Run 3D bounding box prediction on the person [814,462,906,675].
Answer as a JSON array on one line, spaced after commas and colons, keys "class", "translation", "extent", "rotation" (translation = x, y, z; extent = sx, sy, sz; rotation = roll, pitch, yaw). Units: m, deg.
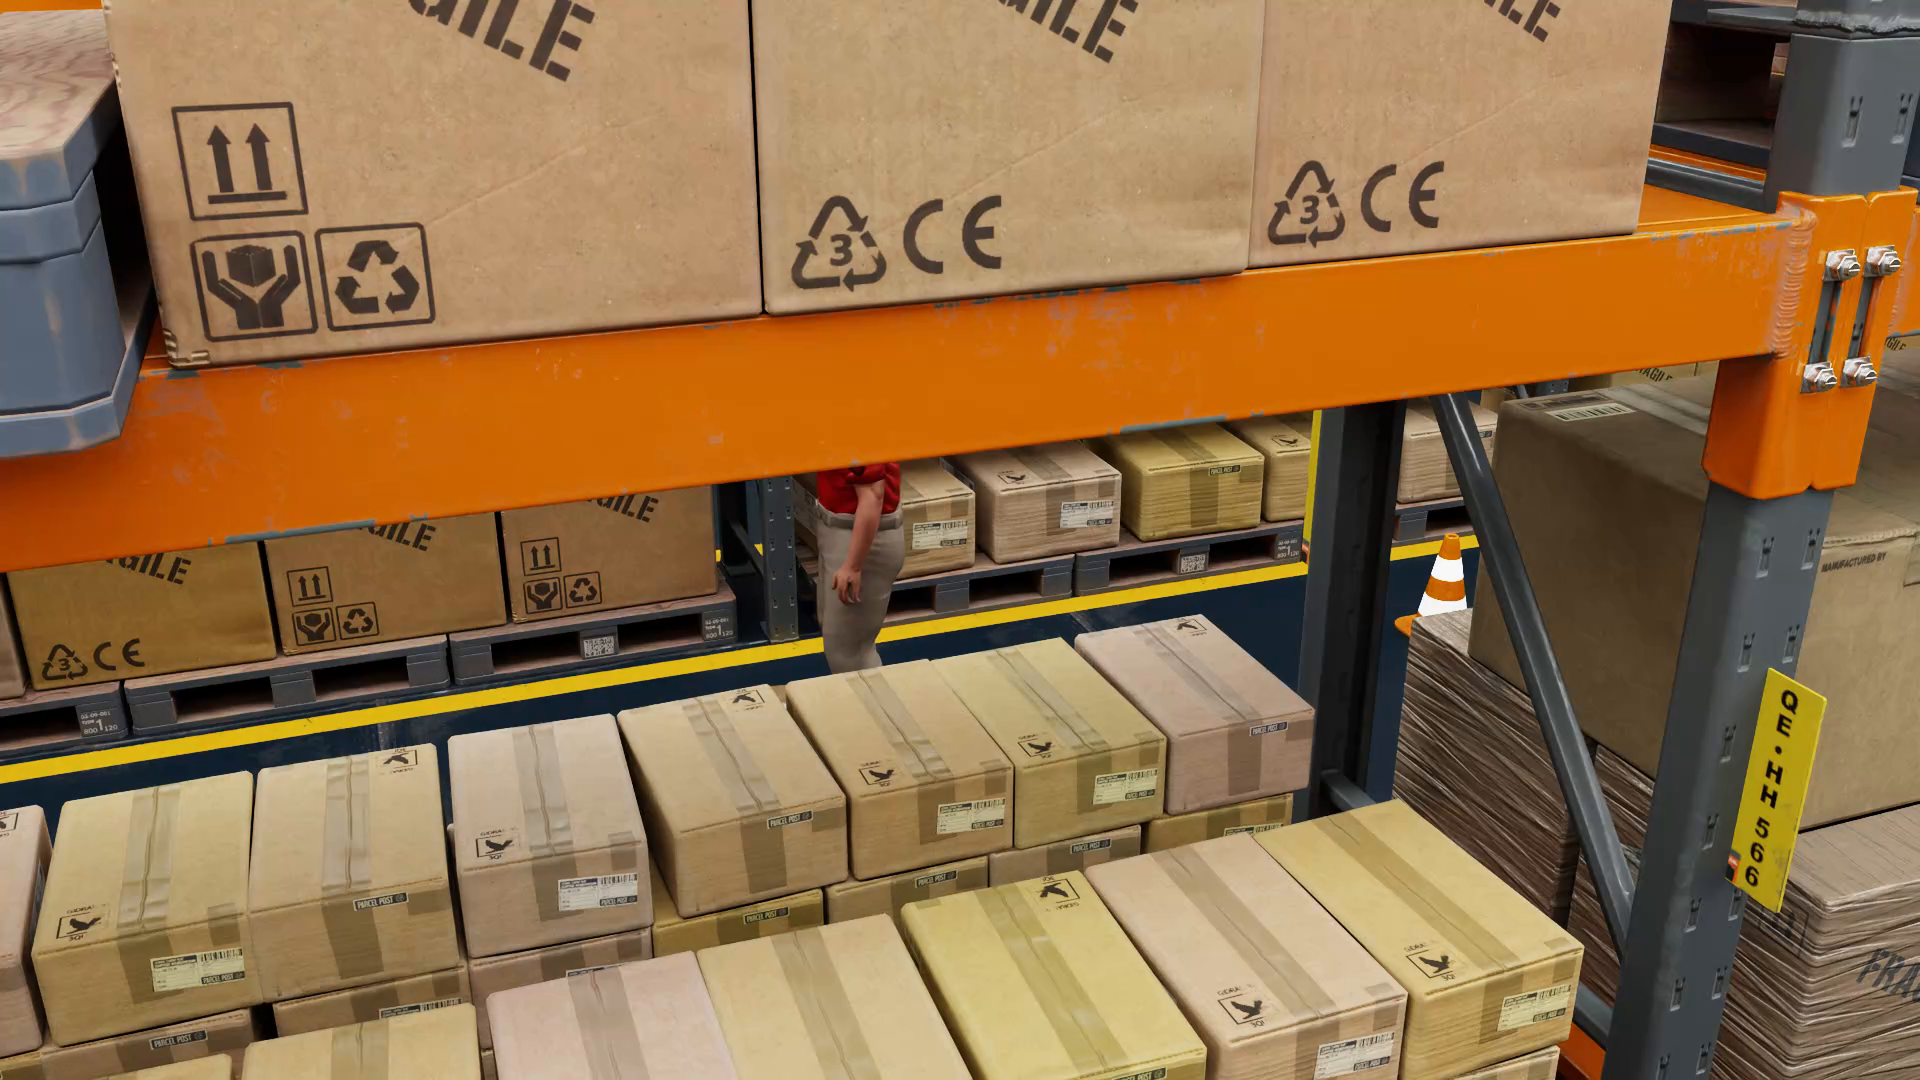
[{"class": "person", "translation": [-0.404, 0.011, 6.083], "extent": [0.391, 1.726, 0.584], "rotation": [-4, 23, -9]}]
